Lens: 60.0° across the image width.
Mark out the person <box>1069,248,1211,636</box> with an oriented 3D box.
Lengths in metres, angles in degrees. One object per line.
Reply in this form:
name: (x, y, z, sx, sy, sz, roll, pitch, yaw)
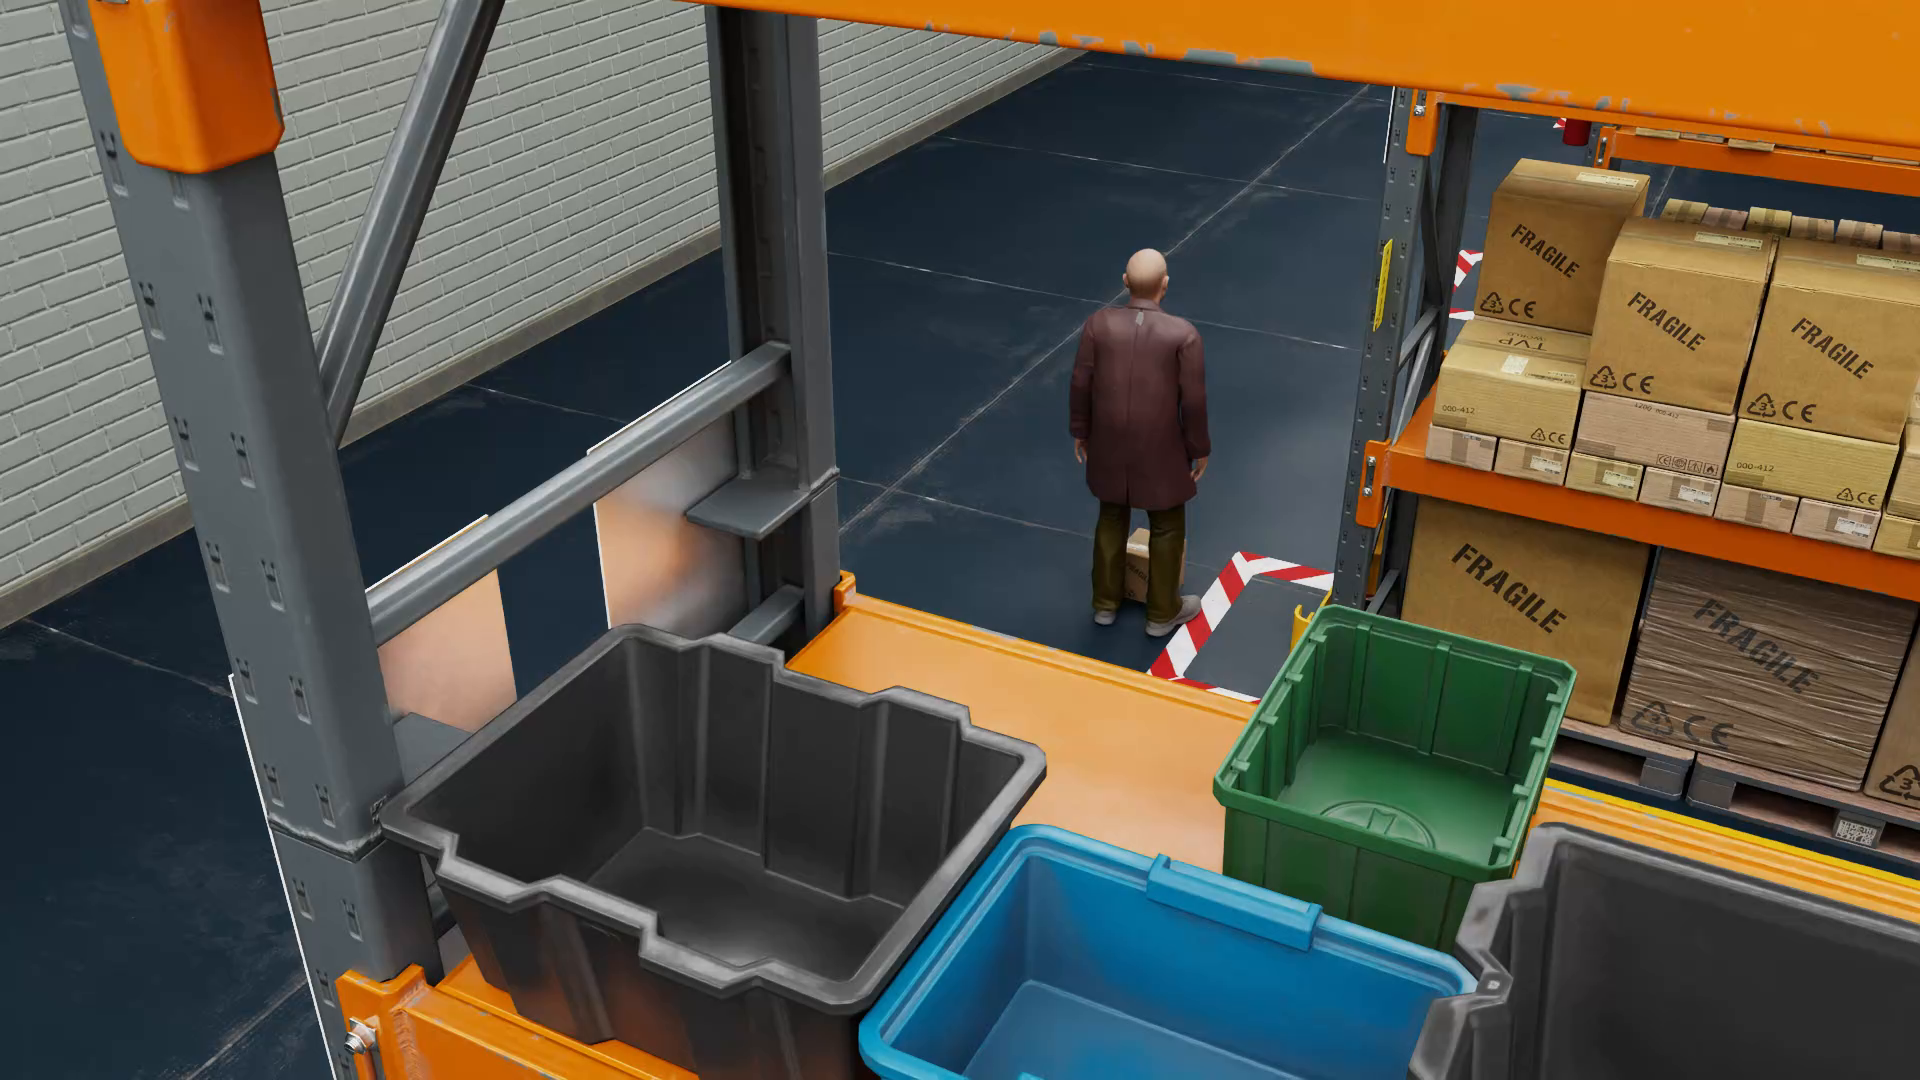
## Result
person: (0.793, -0.424, 7.389, 0.653, 1.773, 0.425, 12, 32, 21)
